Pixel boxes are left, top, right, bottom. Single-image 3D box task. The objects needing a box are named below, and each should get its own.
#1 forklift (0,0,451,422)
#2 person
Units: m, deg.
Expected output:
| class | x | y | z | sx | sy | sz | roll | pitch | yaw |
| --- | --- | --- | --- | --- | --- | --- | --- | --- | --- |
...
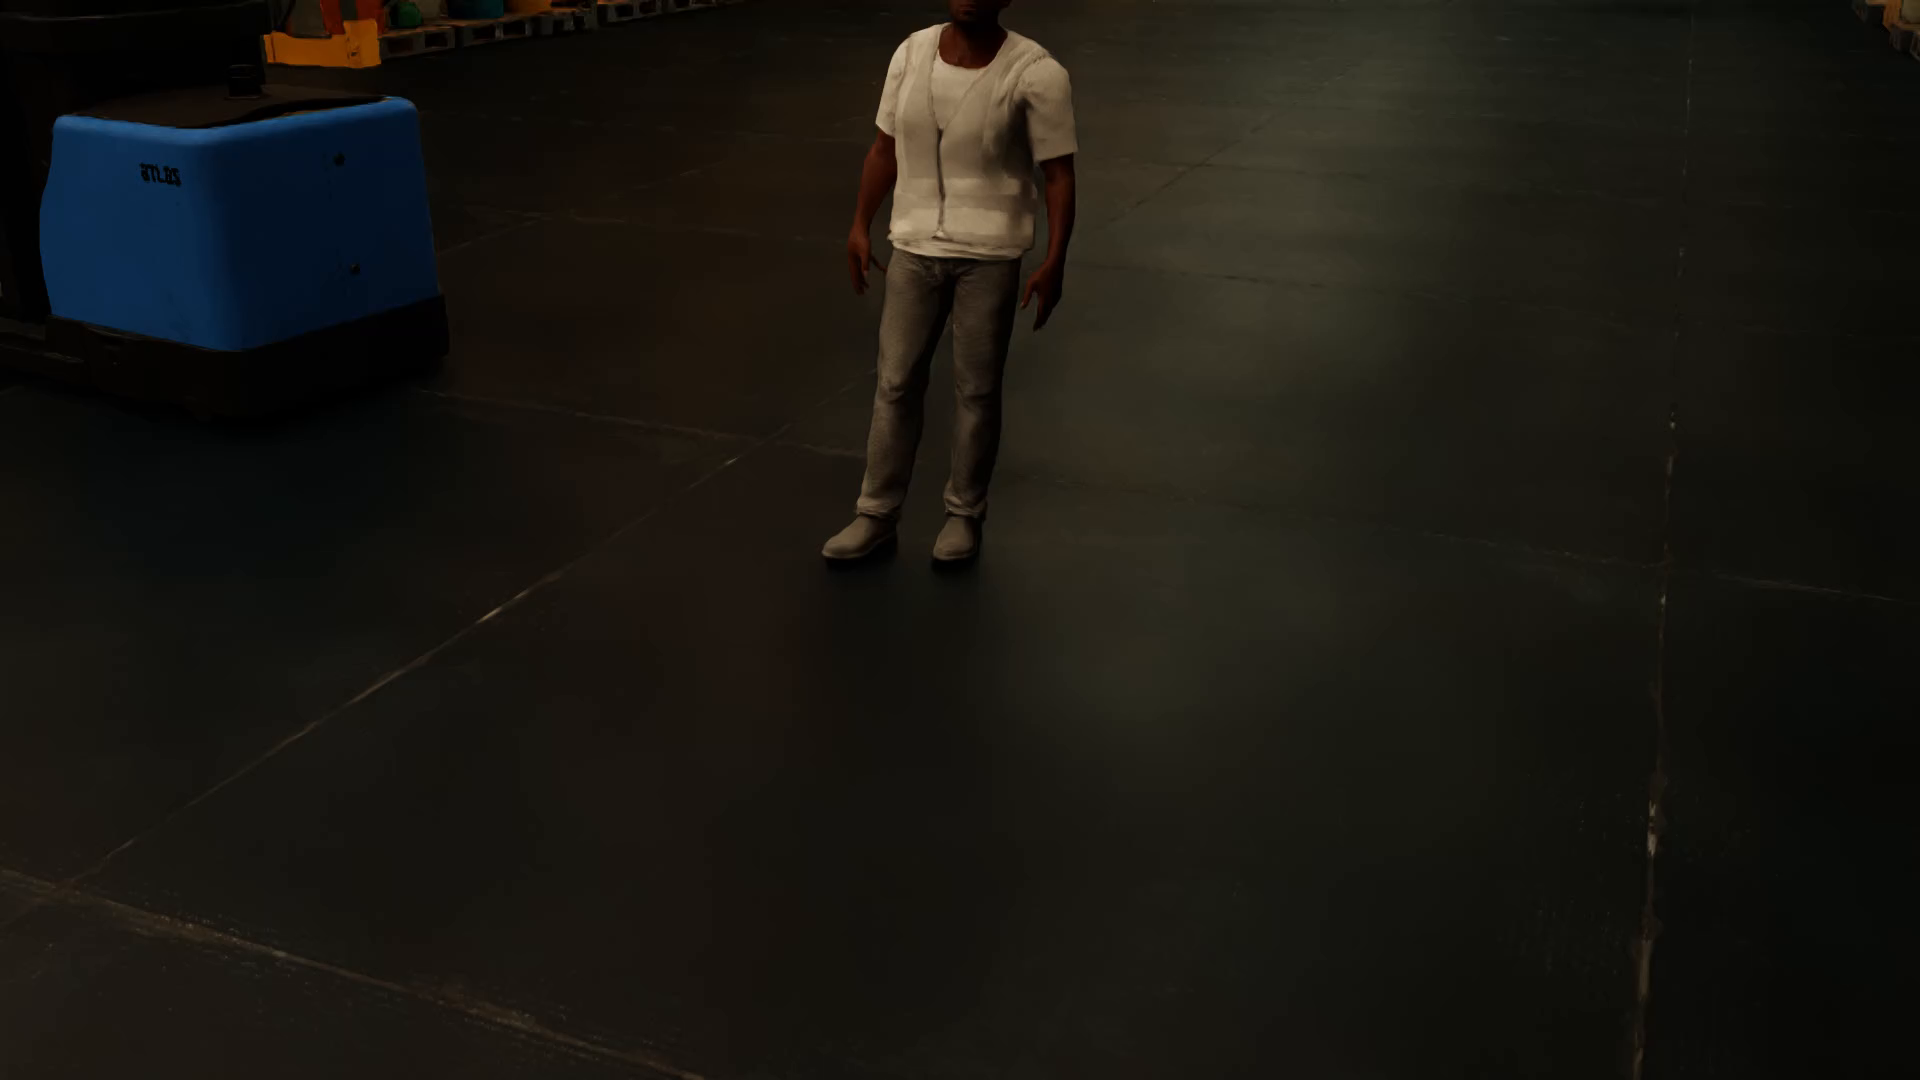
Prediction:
| class | x | y | z | sx | sy | sz | roll | pitch | yaw |
| --- | --- | --- | --- | --- | --- | --- | --- | --- | --- |
| forklift | -3.594 | -2.184 | 6.517 | 3.031 | 2.935 | 1.130 | 13 | 26 | 28 |
| person | -0.031 | -0.797 | 4.692 | 0.665 | 1.766 | 0.576 | 9 | 24 | 21 |
